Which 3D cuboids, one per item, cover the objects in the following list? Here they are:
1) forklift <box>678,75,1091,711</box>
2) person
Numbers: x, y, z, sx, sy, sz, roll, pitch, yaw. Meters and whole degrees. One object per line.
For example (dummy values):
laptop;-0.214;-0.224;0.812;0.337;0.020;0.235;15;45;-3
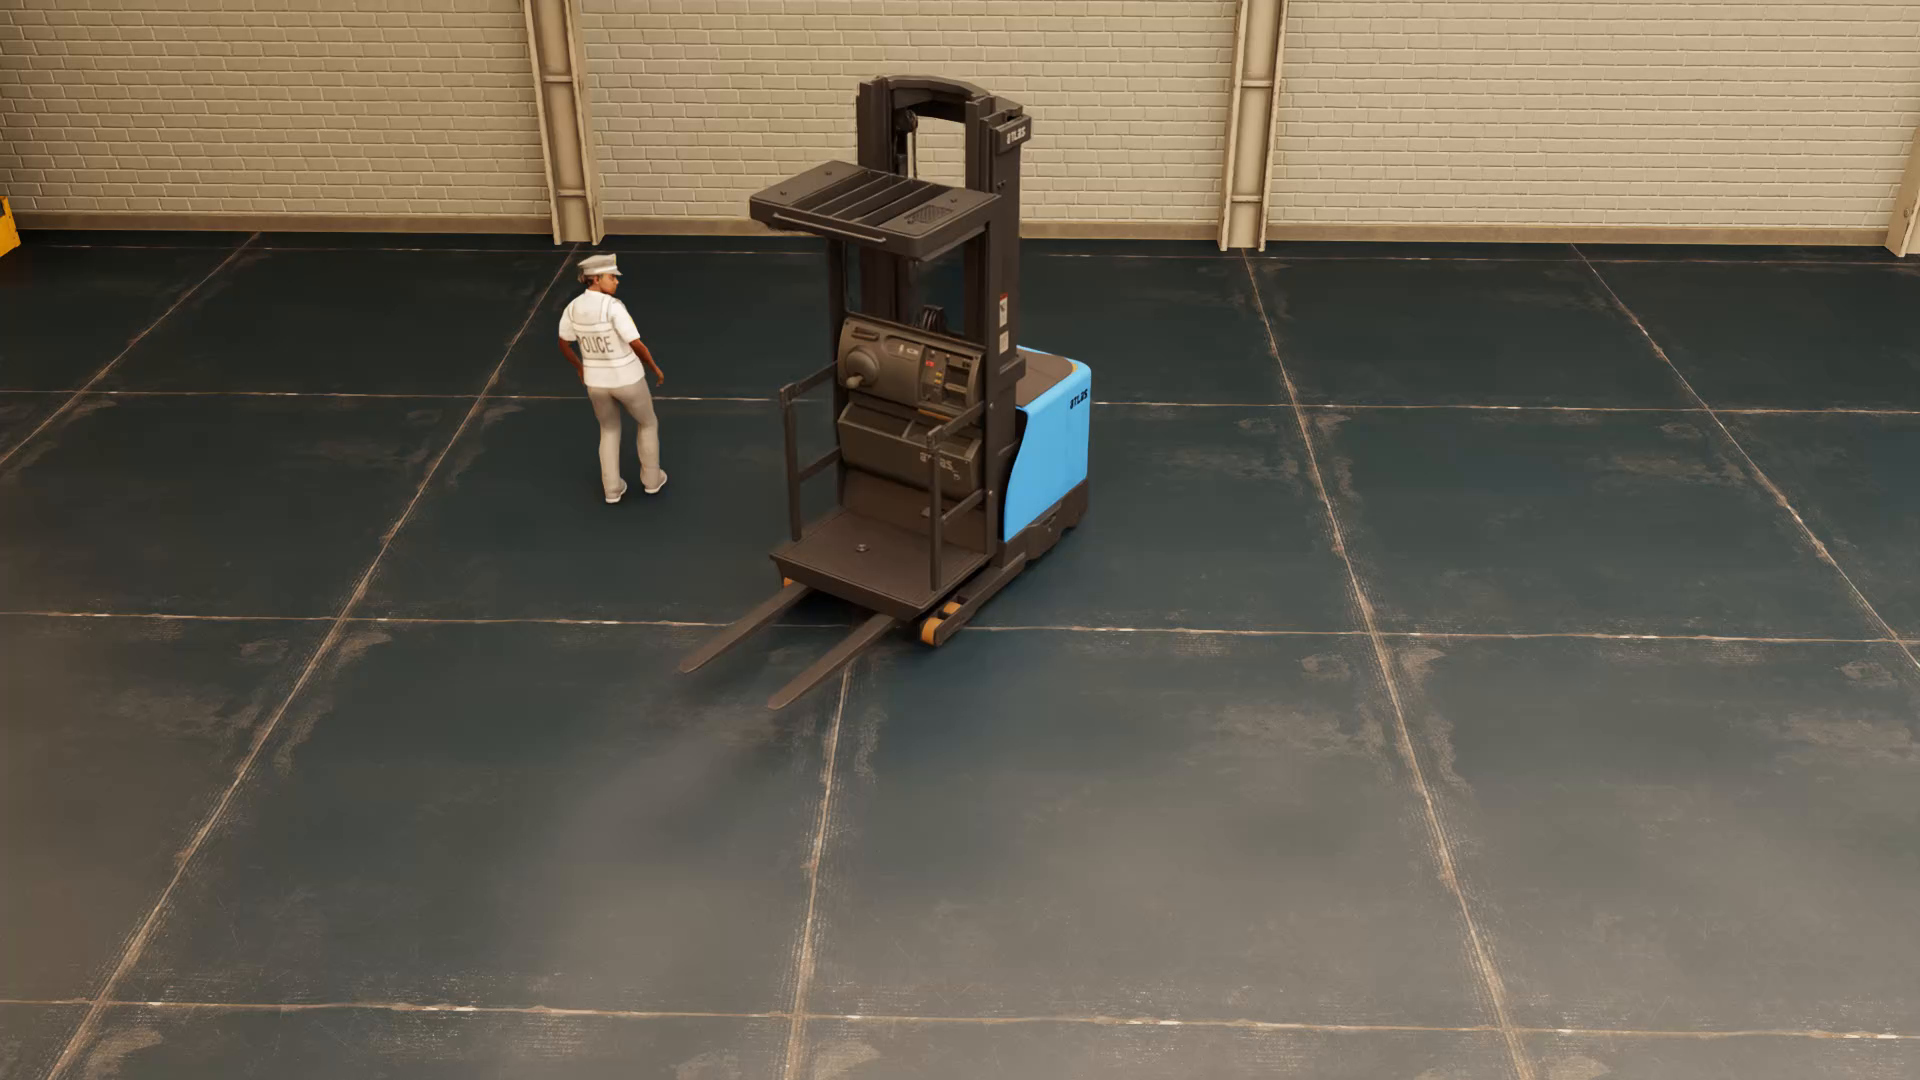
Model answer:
forklift;-0.405;-0.929;9.190;1.130;2.935;3.031;18;35;28
person;-2.211;-1.044;10.655;0.653;1.650;0.479;7;31;12
